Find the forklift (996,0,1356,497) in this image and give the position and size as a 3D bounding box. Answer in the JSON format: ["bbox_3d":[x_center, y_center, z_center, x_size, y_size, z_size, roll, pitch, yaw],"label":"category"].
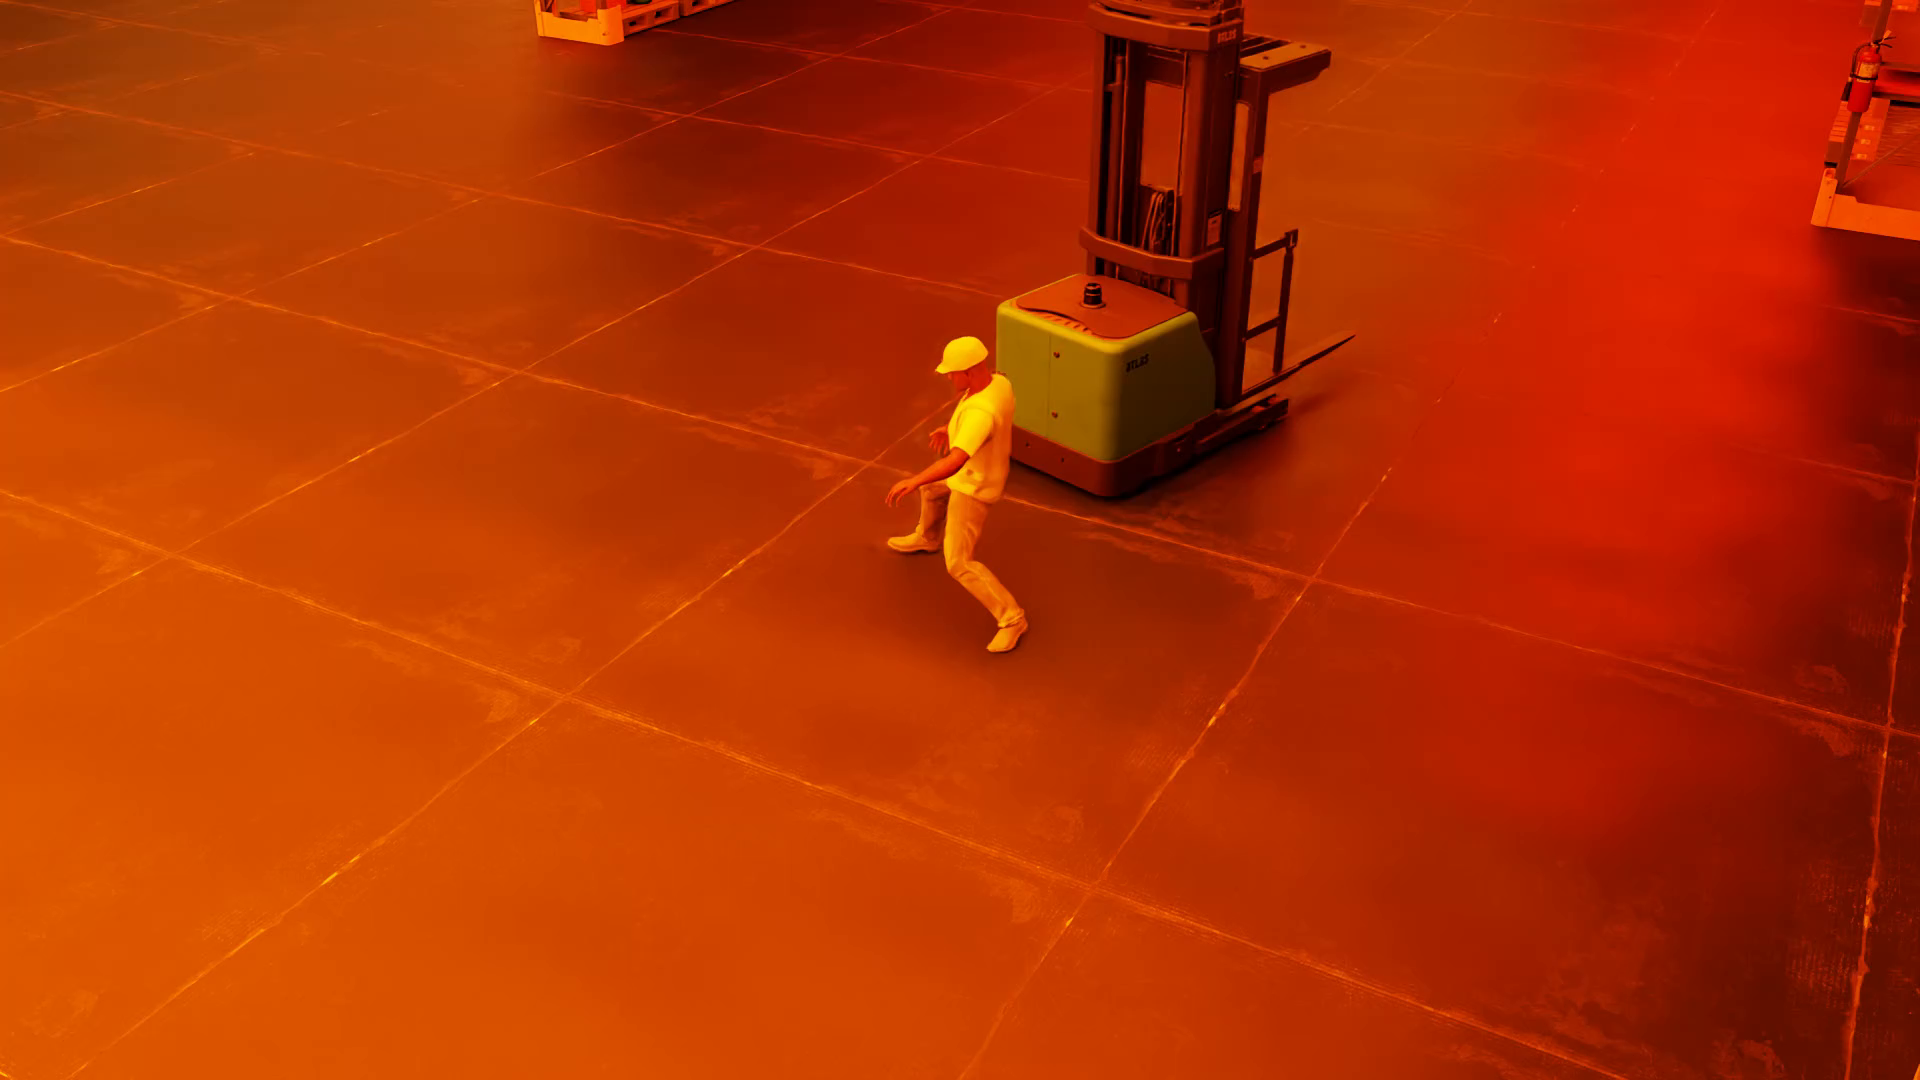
[{"bbox_3d":[1.607,-2.175,10.839,1.130,2.935,3.031,26,39,37],"label":"forklift"}]

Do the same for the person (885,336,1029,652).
[{"bbox_3d":[-0.036,-0.353,9.071,0.969,1.604,1.055,6,31,10],"label":"person"}]
